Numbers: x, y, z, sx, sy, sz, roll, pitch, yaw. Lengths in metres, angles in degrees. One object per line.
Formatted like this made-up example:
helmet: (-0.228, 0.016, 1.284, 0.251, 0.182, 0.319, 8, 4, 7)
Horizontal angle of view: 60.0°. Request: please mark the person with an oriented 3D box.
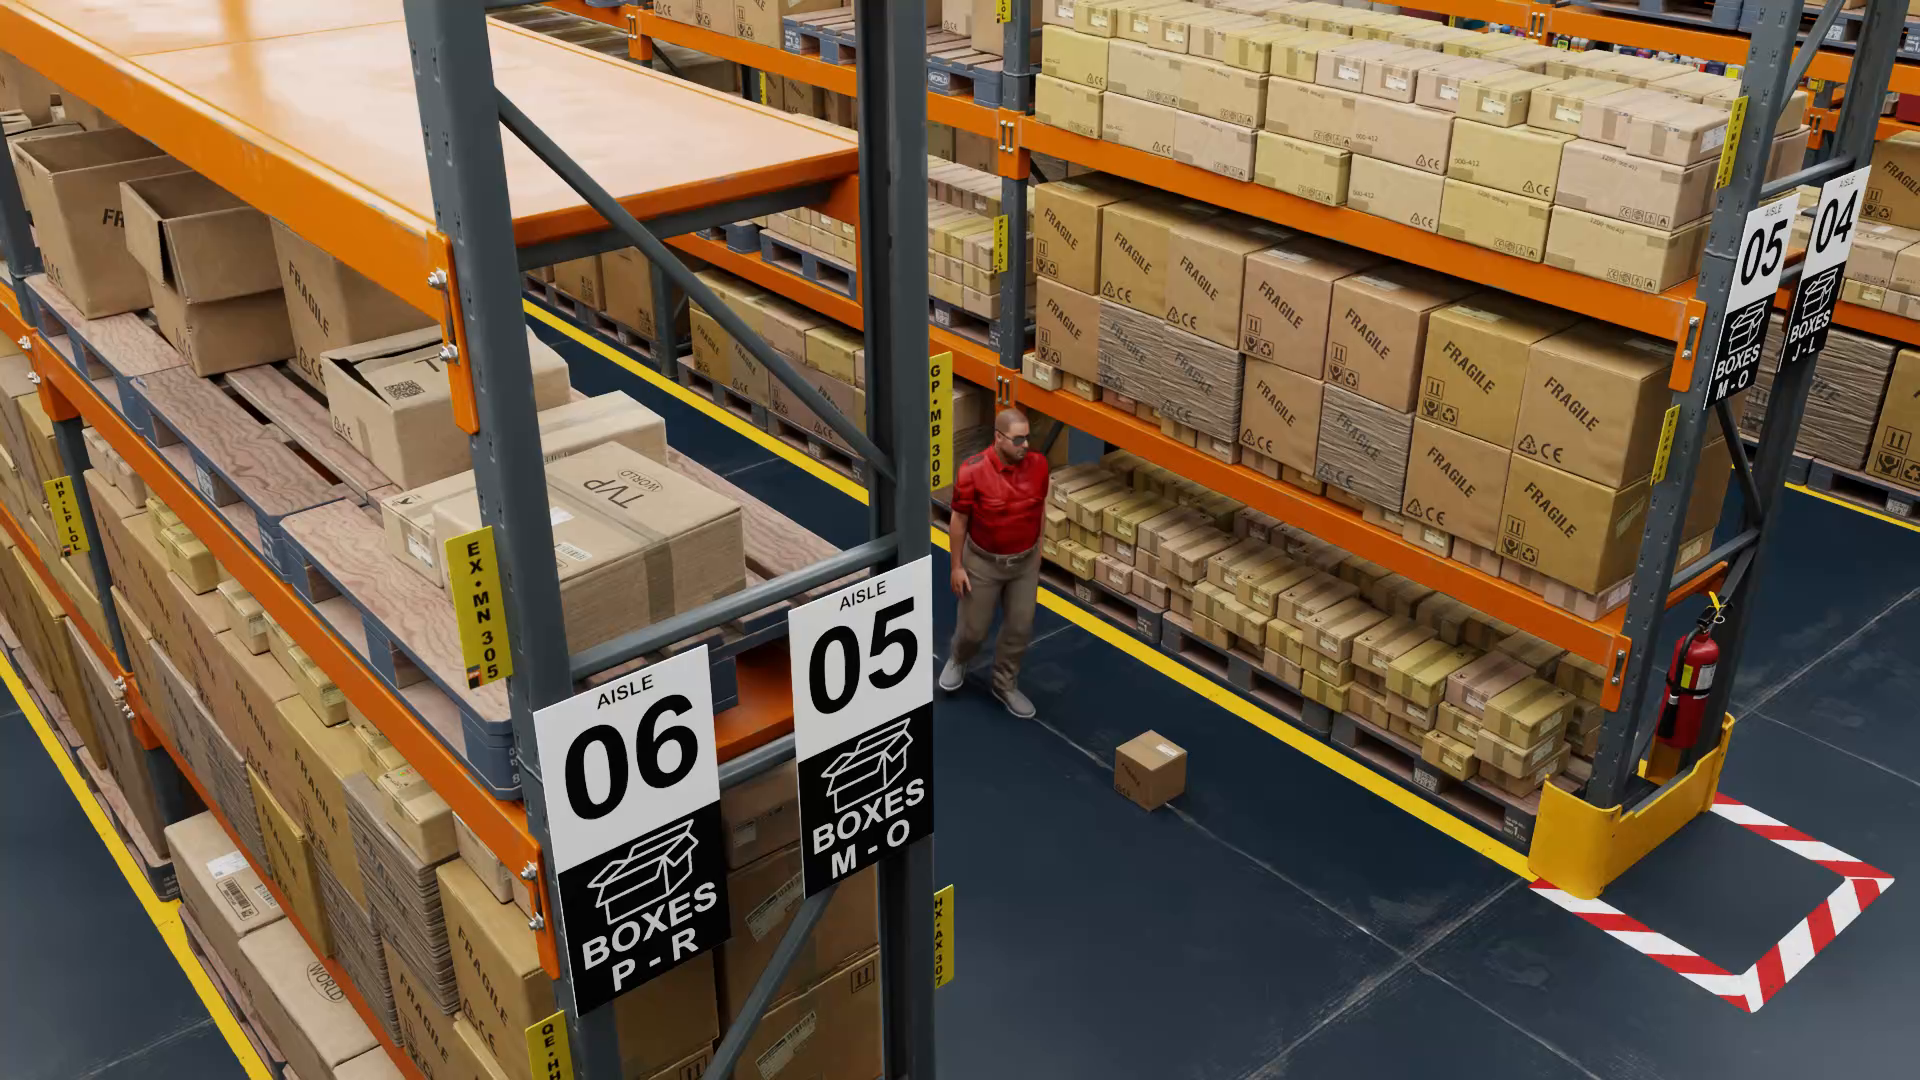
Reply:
person: (0.182, 0.088, 8.656, 0.566, 1.730, 0.588, -12, 30, -21)
